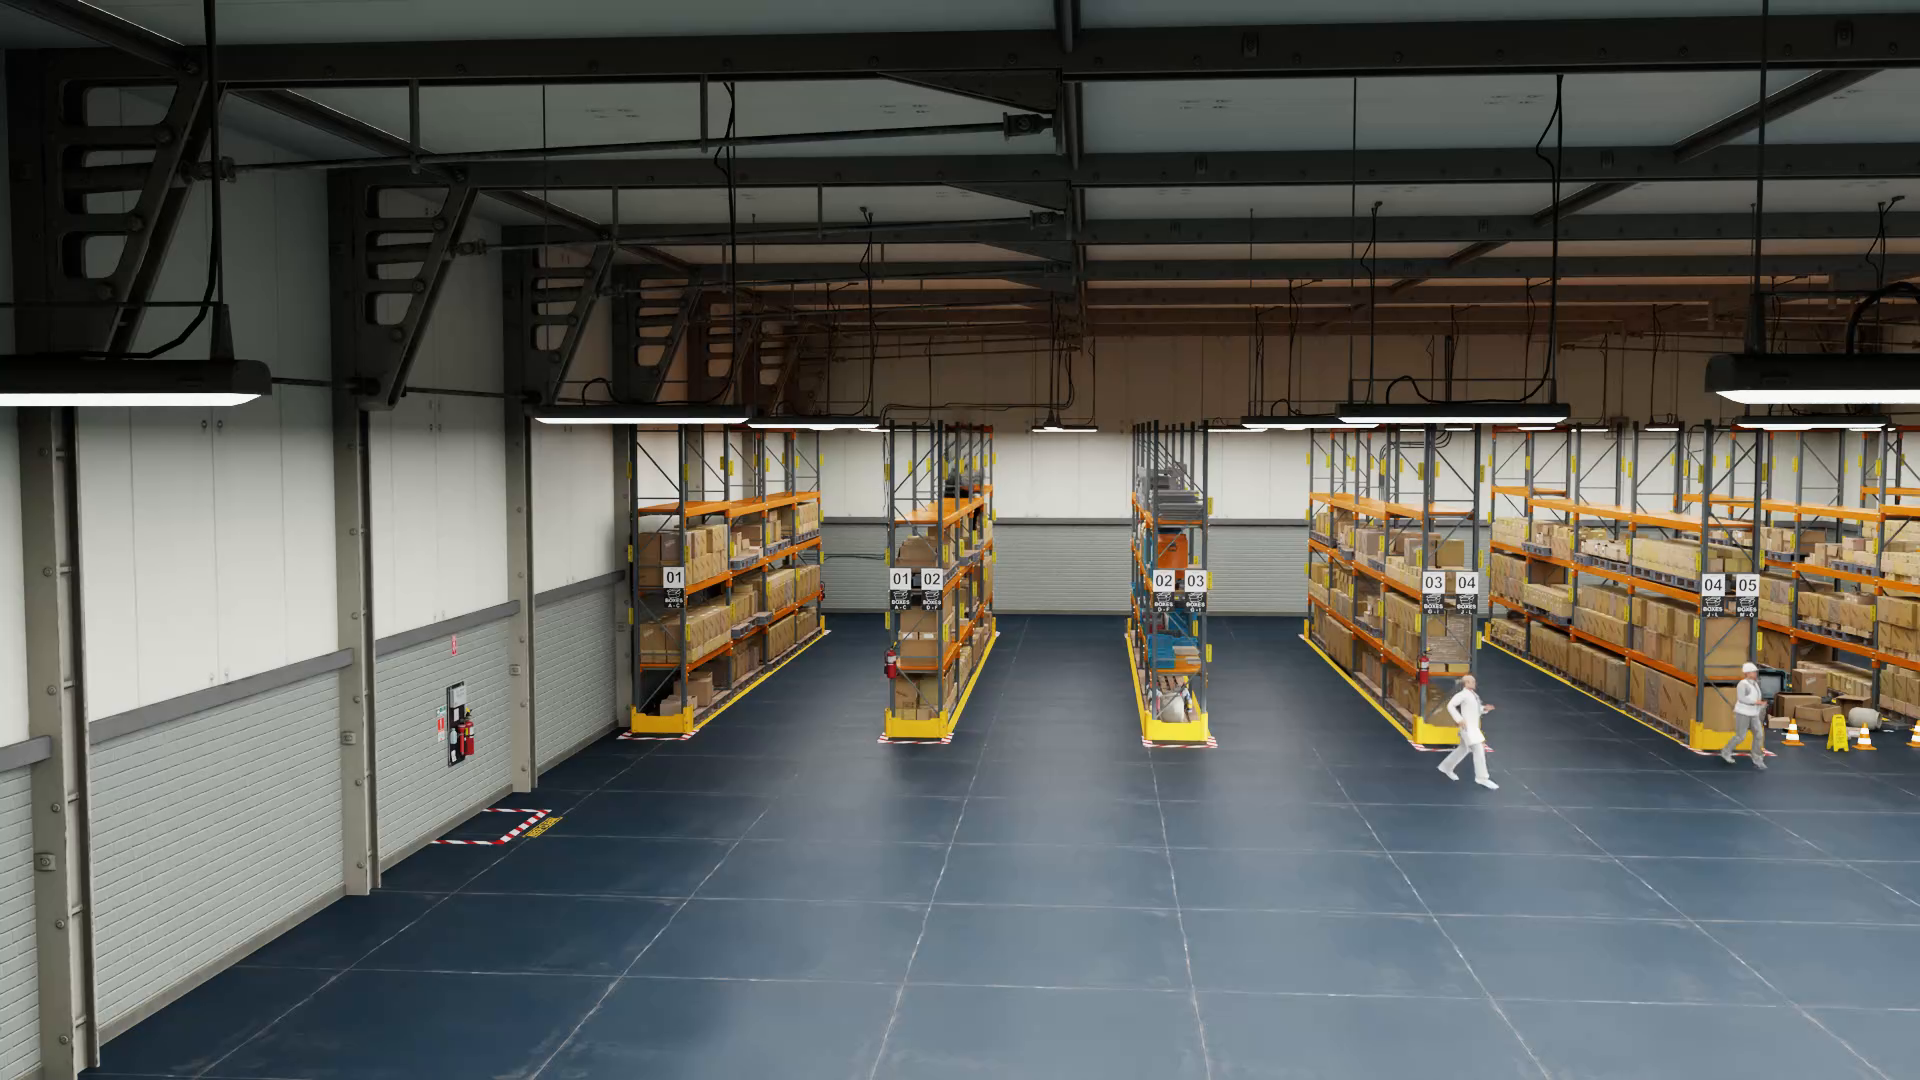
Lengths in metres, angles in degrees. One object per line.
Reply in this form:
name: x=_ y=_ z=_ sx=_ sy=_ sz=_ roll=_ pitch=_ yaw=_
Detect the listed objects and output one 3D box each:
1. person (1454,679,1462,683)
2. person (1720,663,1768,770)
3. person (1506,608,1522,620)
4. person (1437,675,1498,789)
person: x=11.504 y=2.471 z=38.487 sx=0.609 sy=1.630 sz=0.693 roll=0 pitch=4 yaw=6
person: x=13.550 y=3.031 z=28.671 sx=0.667 sy=1.847 sz=0.775 roll=-3 pitch=5 yaw=-37
person: x=15.908 y=1.892 z=47.396 sx=0.712 sy=1.739 sz=0.719 roll=2 pitch=4 yaw=29
person: x=8.280 y=3.095 z=27.082 sx=1.006 sy=1.802 sz=0.684 roll=2 pitch=4 yaw=28
